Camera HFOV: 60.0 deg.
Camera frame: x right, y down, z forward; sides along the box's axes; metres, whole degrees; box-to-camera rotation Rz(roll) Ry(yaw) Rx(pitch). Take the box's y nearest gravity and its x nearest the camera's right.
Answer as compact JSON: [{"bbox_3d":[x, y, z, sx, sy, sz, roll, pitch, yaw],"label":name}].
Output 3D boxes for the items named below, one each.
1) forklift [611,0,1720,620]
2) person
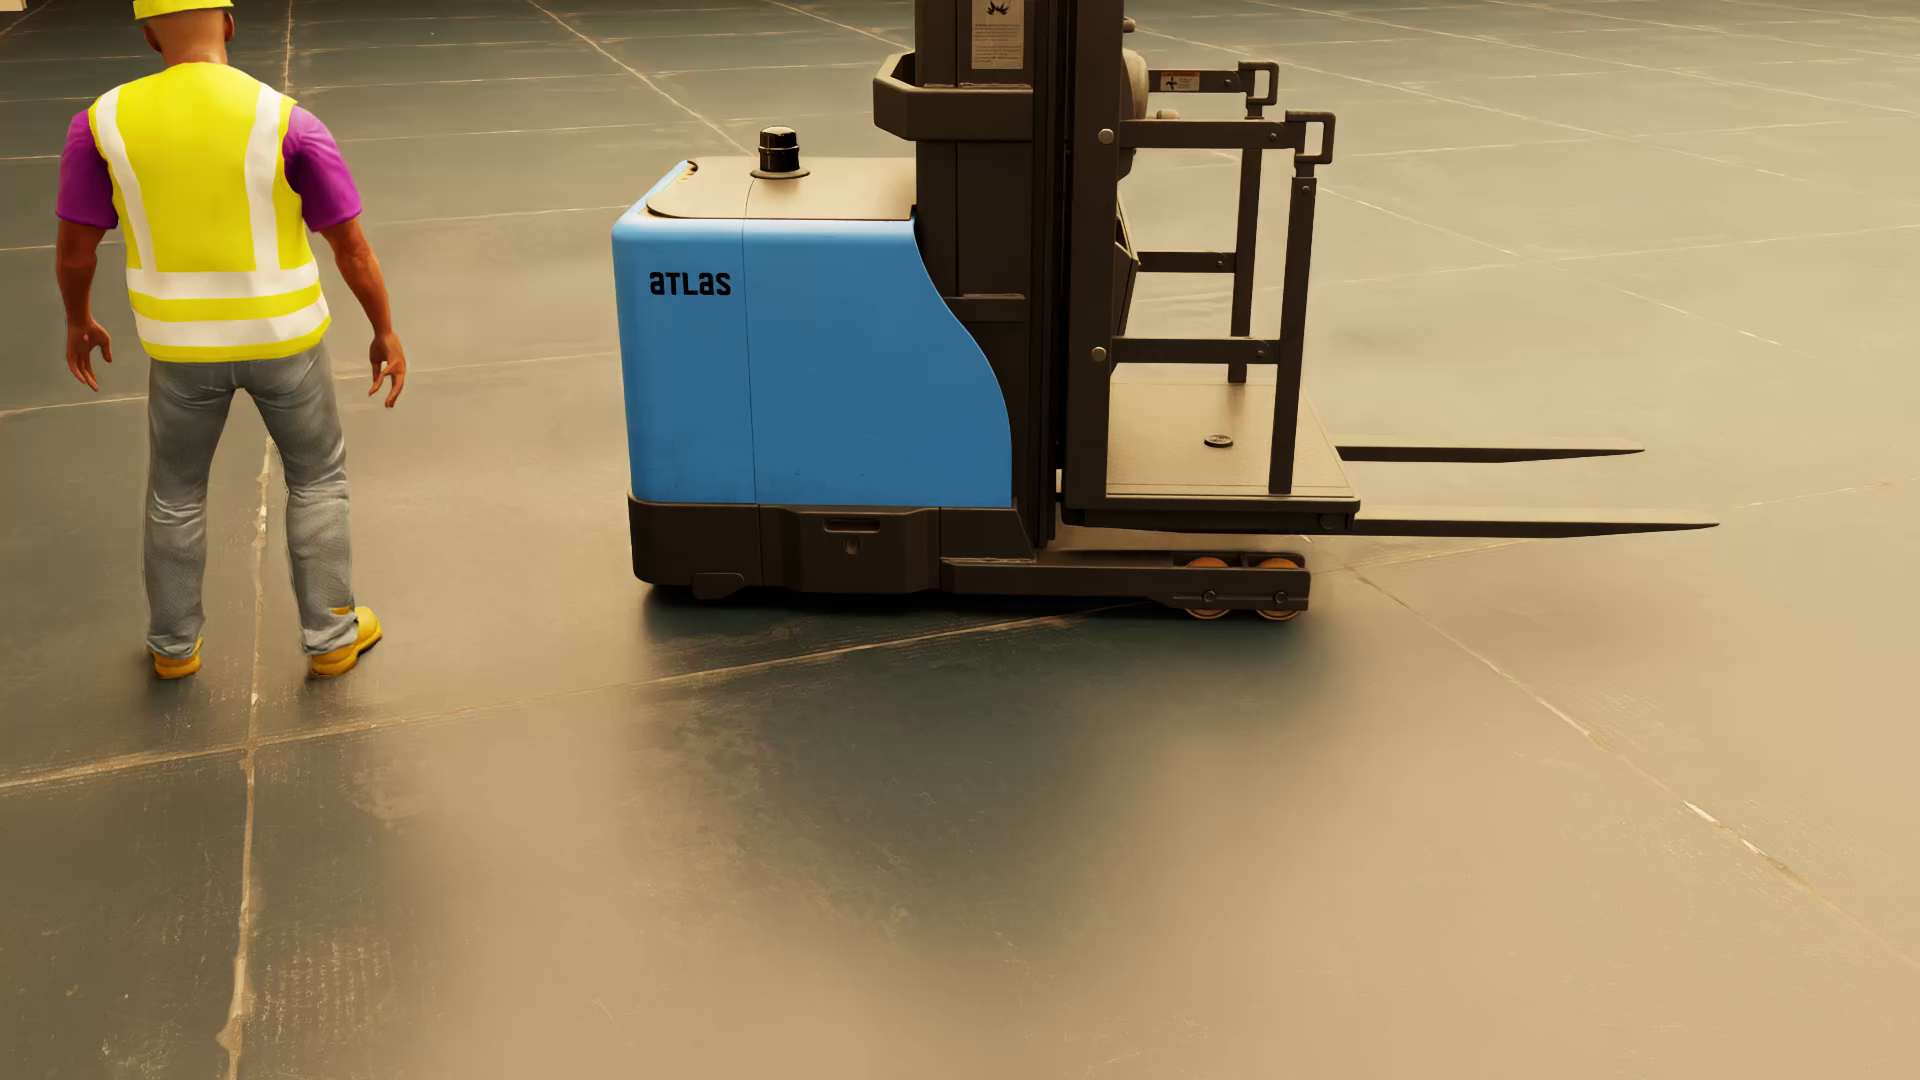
[{"bbox_3d":[0.610,-1.342,4.490,3.031,2.935,1.130,1,23,2],"label":"forklift"},{"bbox_3d":[-1.758,-0.506,4.031,0.787,1.749,0.413,-5,23,-11],"label":"person"}]
